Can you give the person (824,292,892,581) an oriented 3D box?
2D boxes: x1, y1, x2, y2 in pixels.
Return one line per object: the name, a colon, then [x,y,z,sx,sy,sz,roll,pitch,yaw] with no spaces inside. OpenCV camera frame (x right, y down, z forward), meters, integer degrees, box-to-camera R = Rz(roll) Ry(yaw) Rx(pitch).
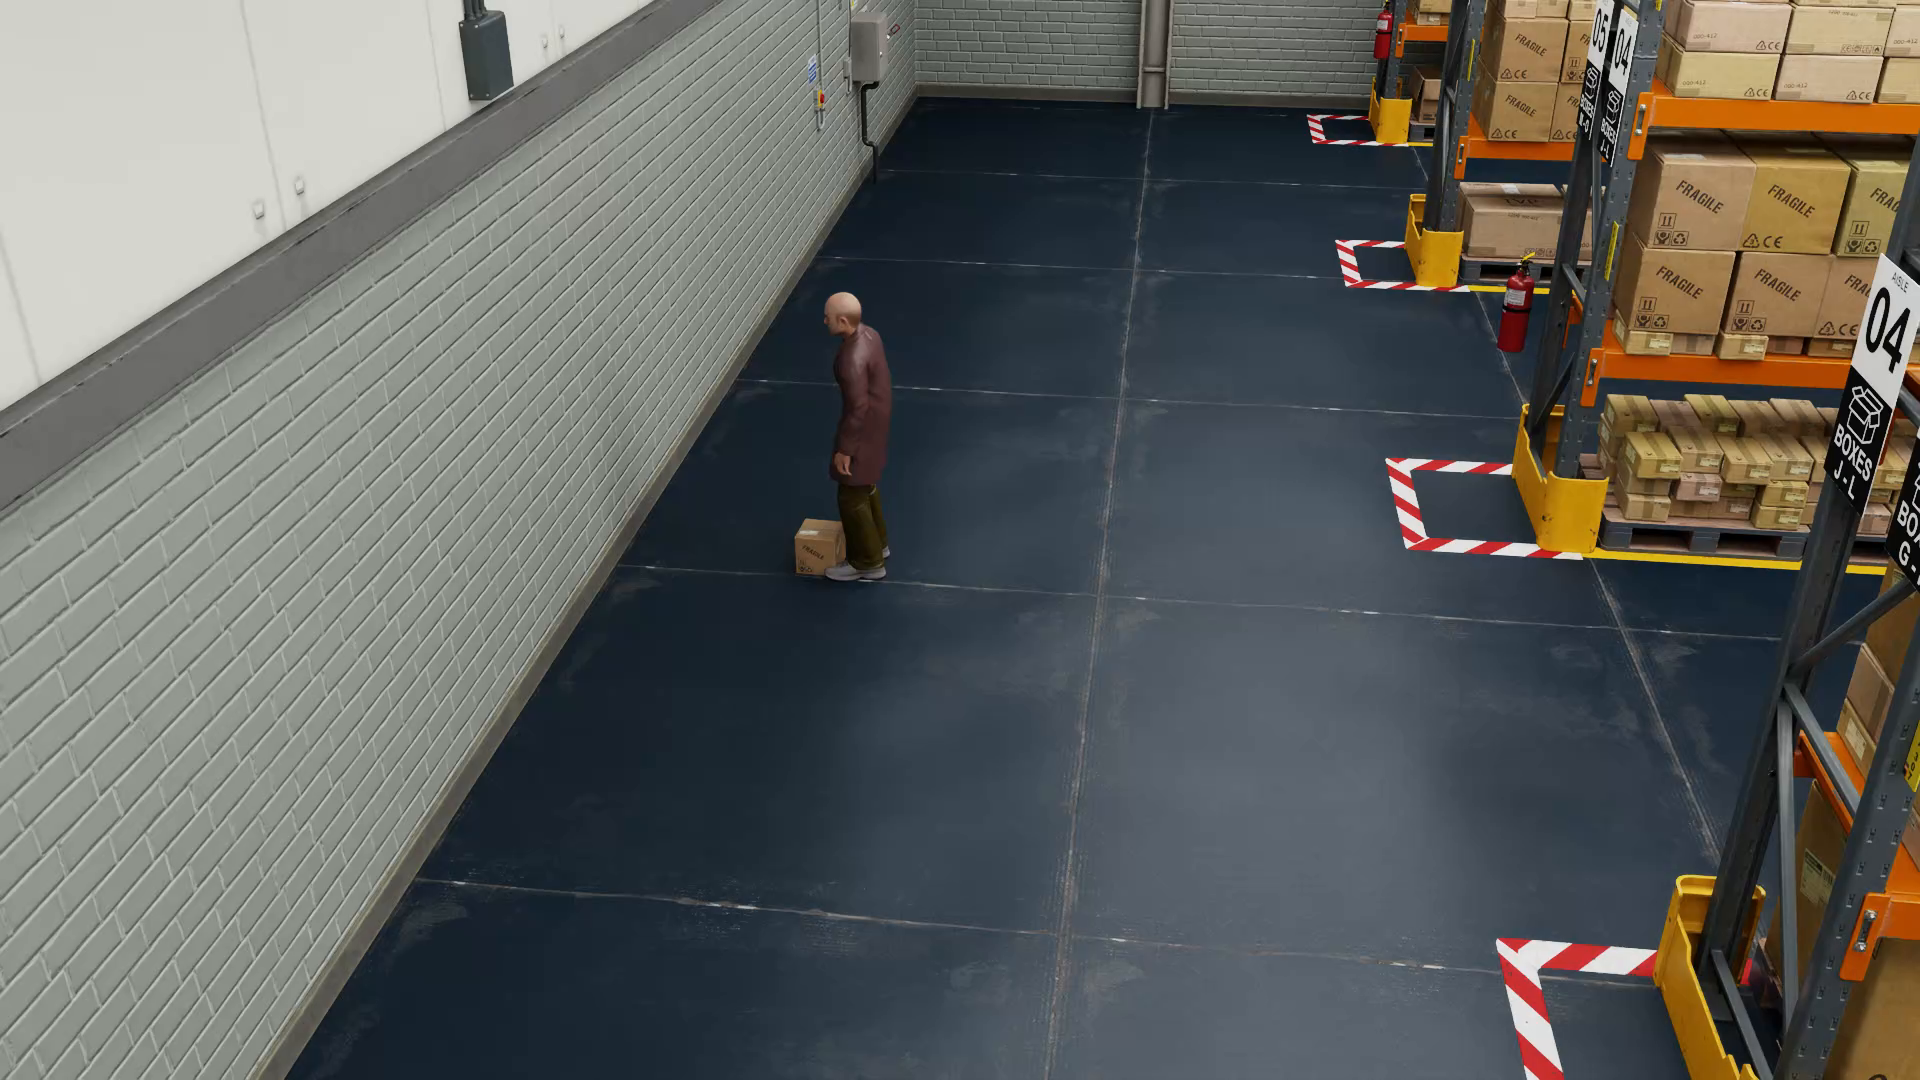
person: [-0.606,-0.616,9.795,0.420,1.774,0.643,3,28,6]
